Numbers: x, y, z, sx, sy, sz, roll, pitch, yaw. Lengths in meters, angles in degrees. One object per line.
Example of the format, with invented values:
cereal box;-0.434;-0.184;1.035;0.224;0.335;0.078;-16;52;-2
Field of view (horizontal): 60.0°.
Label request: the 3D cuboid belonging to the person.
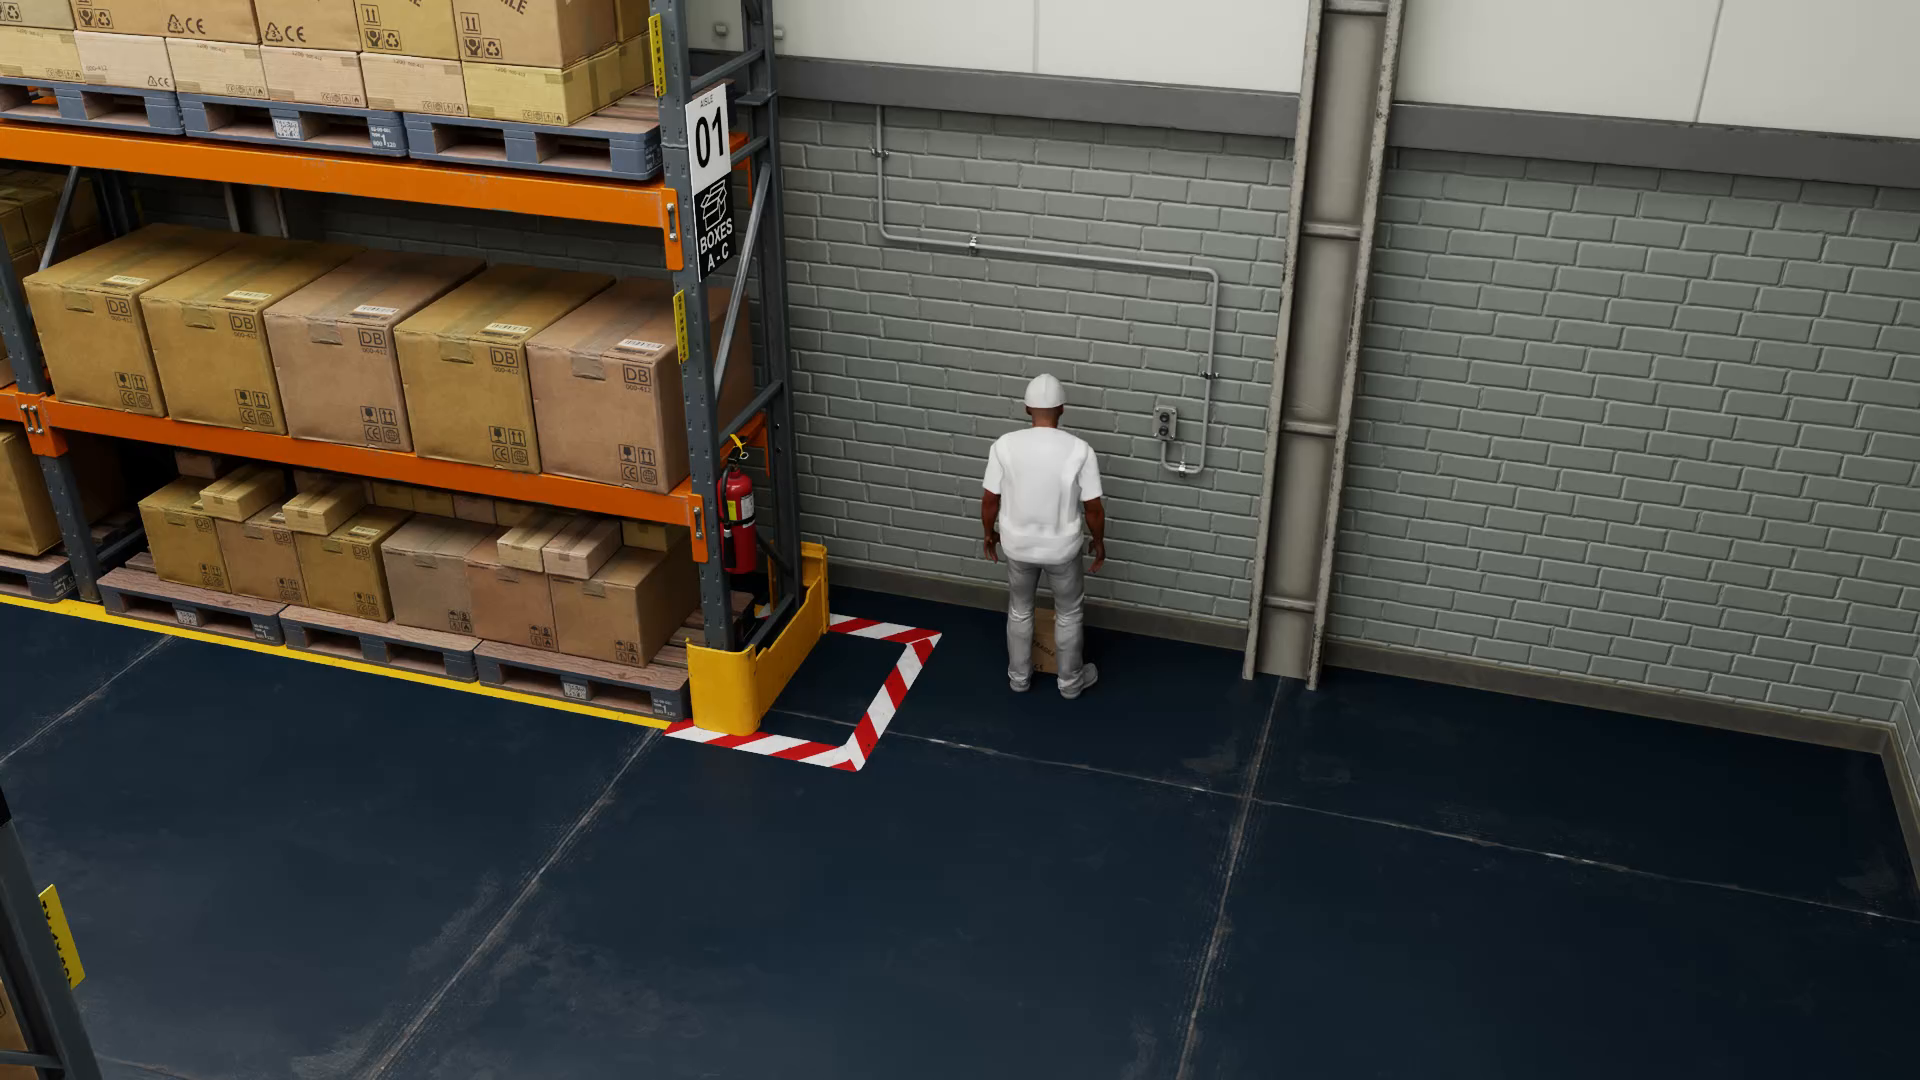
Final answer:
person;0.428;-0.005;8.499;0.634;1.760;0.459;7;30;12
